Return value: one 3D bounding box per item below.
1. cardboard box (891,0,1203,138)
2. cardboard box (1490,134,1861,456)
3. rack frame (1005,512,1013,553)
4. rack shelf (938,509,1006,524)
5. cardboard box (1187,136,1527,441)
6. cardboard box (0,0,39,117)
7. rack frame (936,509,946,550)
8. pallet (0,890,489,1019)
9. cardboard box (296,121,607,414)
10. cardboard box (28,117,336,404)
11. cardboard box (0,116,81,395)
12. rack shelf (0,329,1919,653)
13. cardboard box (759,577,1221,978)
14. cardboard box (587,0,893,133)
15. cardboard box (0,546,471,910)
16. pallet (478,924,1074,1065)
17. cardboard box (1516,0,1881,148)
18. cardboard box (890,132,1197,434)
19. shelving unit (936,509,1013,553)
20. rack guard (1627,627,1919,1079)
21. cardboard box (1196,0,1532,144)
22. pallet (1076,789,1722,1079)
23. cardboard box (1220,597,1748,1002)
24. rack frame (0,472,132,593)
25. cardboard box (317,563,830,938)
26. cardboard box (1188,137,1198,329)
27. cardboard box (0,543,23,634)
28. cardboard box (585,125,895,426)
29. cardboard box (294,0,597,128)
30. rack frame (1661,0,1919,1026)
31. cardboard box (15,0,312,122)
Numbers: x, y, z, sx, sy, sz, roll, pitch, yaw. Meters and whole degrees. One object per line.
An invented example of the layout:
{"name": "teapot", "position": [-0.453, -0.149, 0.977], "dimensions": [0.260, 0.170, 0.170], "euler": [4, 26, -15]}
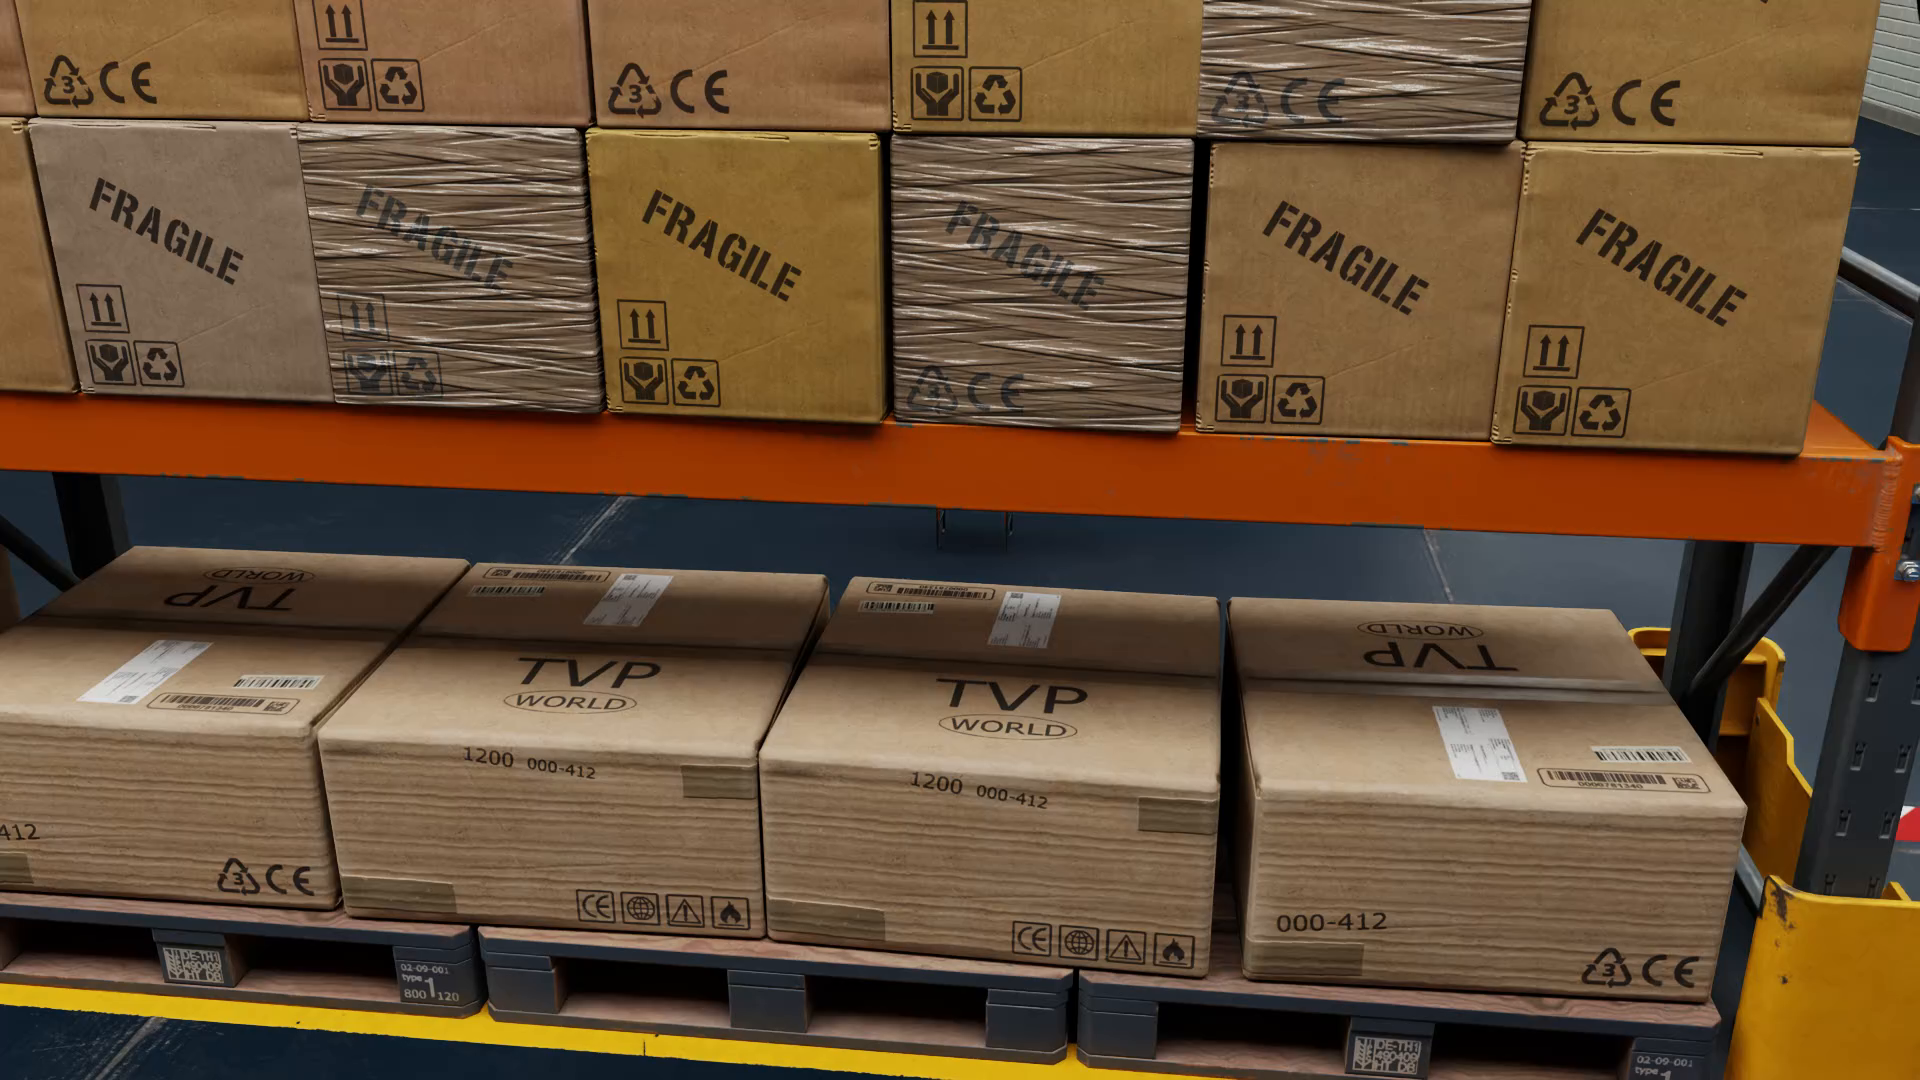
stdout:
{"name": "cardboard box", "position": [0.166, -0.980, 2.842], "dimensions": [0.500, 0.500, 0.500], "euler": [2, 22, 6]}
{"name": "cardboard box", "position": [1.176, -0.471, 2.914], "dimensions": [0.500, 0.500, 0.500], "euler": [3, 22, 7]}
{"name": "rack frame", "position": [0.174, -0.481, 5.728], "dimensions": [0.008, 1.050, 0.200], "euler": [2, 22, 6]}
{"name": "rack shelf", "position": [0.053, -0.218, 5.847], "dimensions": [0.240, 0.259, 0.215], "euler": [2, 22, 6]}
{"name": "cardboard box", "position": [0.679, -0.498, 2.983], "dimensions": [0.500, 0.500, 0.500], "euler": [2, 22, 5]}
{"name": "cardboard box", "position": [-1.842, -1.075, 3.084], "dimensions": [0.500, 0.500, 0.500], "euler": [3, 22, 7]}
{"name": "rack frame", "position": [-0.068, -0.491, 5.754], "dimensions": [0.008, 1.050, 0.200], "euler": [2, 22, 6]}
{"name": "pallet", "position": [-1.541, 0.685, 3.919], "dimensions": [1.213, 0.211, 1.003], "euler": [2, 22, 6]}
{"name": "cardboard box", "position": [-0.859, -0.556, 3.131], "dimensions": [0.500, 0.500, 0.500], "euler": [3, 22, 7]}
{"name": "cardboard box", "position": [-1.352, -0.580, 3.192], "dimensions": [0.500, 0.500, 0.500], "euler": [3, 22, 7]}
{"name": "cardboard box", "position": [-1.851, -0.604, 3.251], "dimensions": [0.500, 0.500, 0.500], "euler": [3, 22, 8]}
{"name": "rack shelf", "position": [-0.300, -0.252, 3.476], "dimensions": [4.000, 0.370, 1.077], "euler": [2, 22, 6]}
{"name": "cardboard box", "position": [0.109, 0.468, 3.591], "dimensions": [0.875, 0.438, 0.875], "euler": [3, 22, 8]}
{"name": "cardboard box", "position": [-0.333, -1.002, 2.899], "dimensions": [0.500, 0.500, 0.500], "euler": [2, 22, 6]}
{"name": "cardboard box", "position": [-1.676, 0.390, 3.788], "dimensions": [0.875, 0.438, 0.875], "euler": [2, 22, 6]}
{"name": "pallet", "position": [-0.326, 0.737, 3.788], "dimensions": [1.213, 0.211, 1.003], "euler": [2, 22, 6]}
{"name": "cardboard box", "position": [1.179, -0.945, 2.755], "dimensions": [0.500, 0.500, 0.500], "euler": [3, 22, 8]}
{"name": "cardboard box", "position": [0.167, -0.517, 3.030], "dimensions": [0.500, 0.500, 0.500], "euler": [3, 22, 8]}
{"name": "shelving unit", "position": [0.053, -0.486, 5.741], "dimensions": [0.252, 1.050, 0.215], "euler": [2, 22, 6]}
{"name": "rack guard", "position": [1.710, 0.664, 3.581], "dimensions": [0.348, 0.500, 1.175], "euler": [2, 22, 6]}
{"name": "cardboard box", "position": [0.657, -0.957, 2.785], "dimensions": [0.500, 0.500, 0.500], "euler": [3, 22, 6]}
{"name": "pallet", "position": [0.883, 0.791, 3.652], "dimensions": [1.213, 0.211, 1.003], "euler": [2, 22, 6]}
{"name": "cardboard box", "position": [1.019, 0.504, 3.498], "dimensions": [0.875, 0.438, 0.875], "euler": [2, 22, 4]}
{"name": "rack frame", "position": [-2.286, -0.673, 3.562], "dimensions": [0.127, 3.000, 1.000], "euler": [2, 22, 6]}
{"name": "cardboard box", "position": [-0.786, 0.428, 3.691], "dimensions": [0.875, 0.438, 0.875], "euler": [2, 22, 5]}
{"name": "cardboard box", "position": [0.737, -0.684, 3.453], "dimensions": [0.500, 0.500, 0.500], "euler": [2, 22, 6]}
{"name": "cardboard box", "position": [-2.912, 0.122, 3.870], "dimensions": [0.875, 0.875, 0.875], "euler": [3, 22, 8]}
{"name": "cardboard box", "position": [-0.347, -0.534, 3.075], "dimensions": [0.500, 0.500, 0.500], "euler": [3, 22, 8]}
{"name": "cardboard box", "position": [-0.834, -1.025, 2.957], "dimensions": [0.500, 0.500, 0.500], "euler": [3, 22, 7]}
{"name": "rack frame", "position": [1.686, -0.500, 3.124], "dimensions": [0.127, 3.000, 1.000], "euler": [2, 22, 6]}
{"name": "cardboard box", "position": [-1.341, -1.051, 3.023], "dimensions": [0.500, 0.500, 0.500], "euler": [2, 22, 6]}
